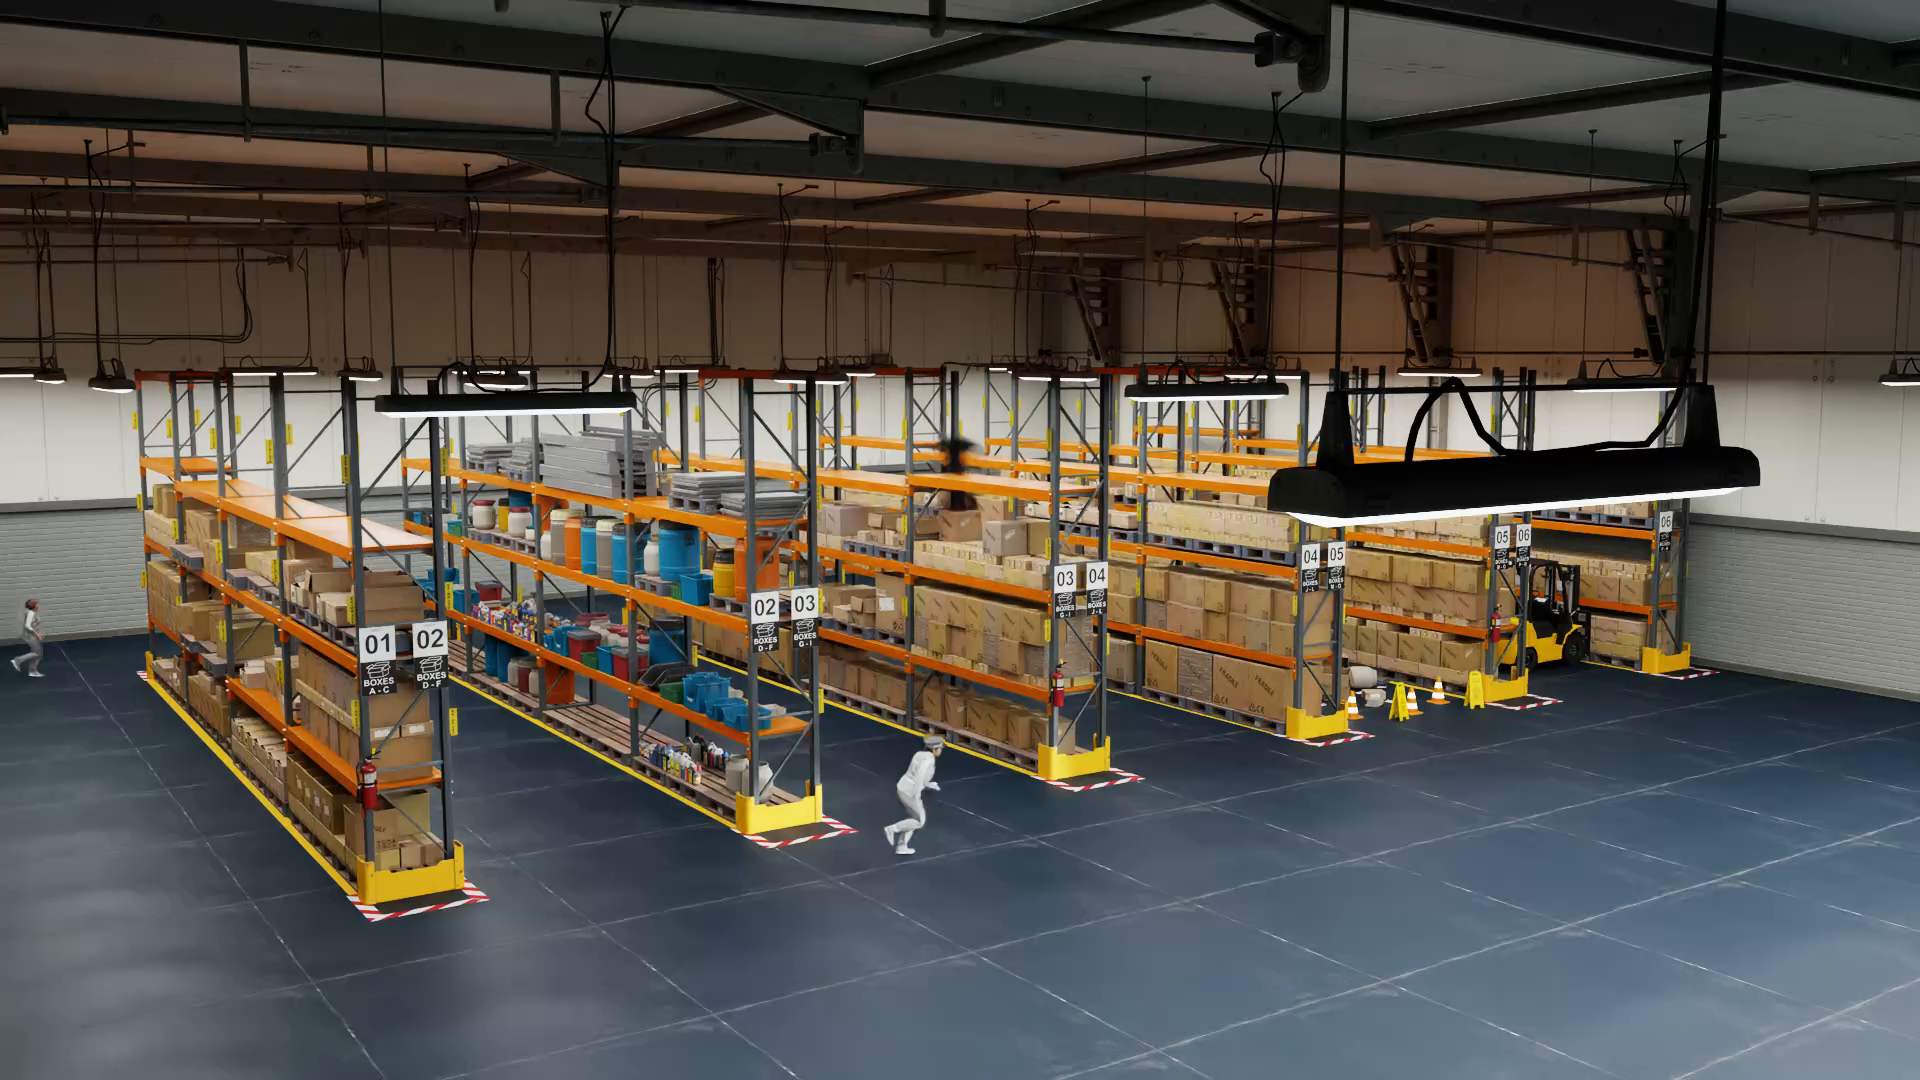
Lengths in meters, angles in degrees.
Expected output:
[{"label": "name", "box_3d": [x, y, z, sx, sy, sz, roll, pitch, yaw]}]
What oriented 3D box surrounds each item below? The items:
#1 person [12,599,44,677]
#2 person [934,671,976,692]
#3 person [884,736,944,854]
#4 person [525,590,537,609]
[{"label": "person", "box_3d": [-18.185, 1.921, 32.402, 0.586, 1.555, 0.517, -5, 8, -35]}, {"label": "person", "box_3d": [-0.104, 2.015, 31.115, 0.962, 1.646, 0.589, 5, 8, 37]}, {"label": "person", "box_3d": [-0.568, 3.244, 20.972, 0.799, 1.486, 0.641, -2, 7, -19]}, {"label": "person", "box_3d": [-8.985, 1.700, 34.909, 0.938, 1.384, 0.599, 5, 8, 39]}]
